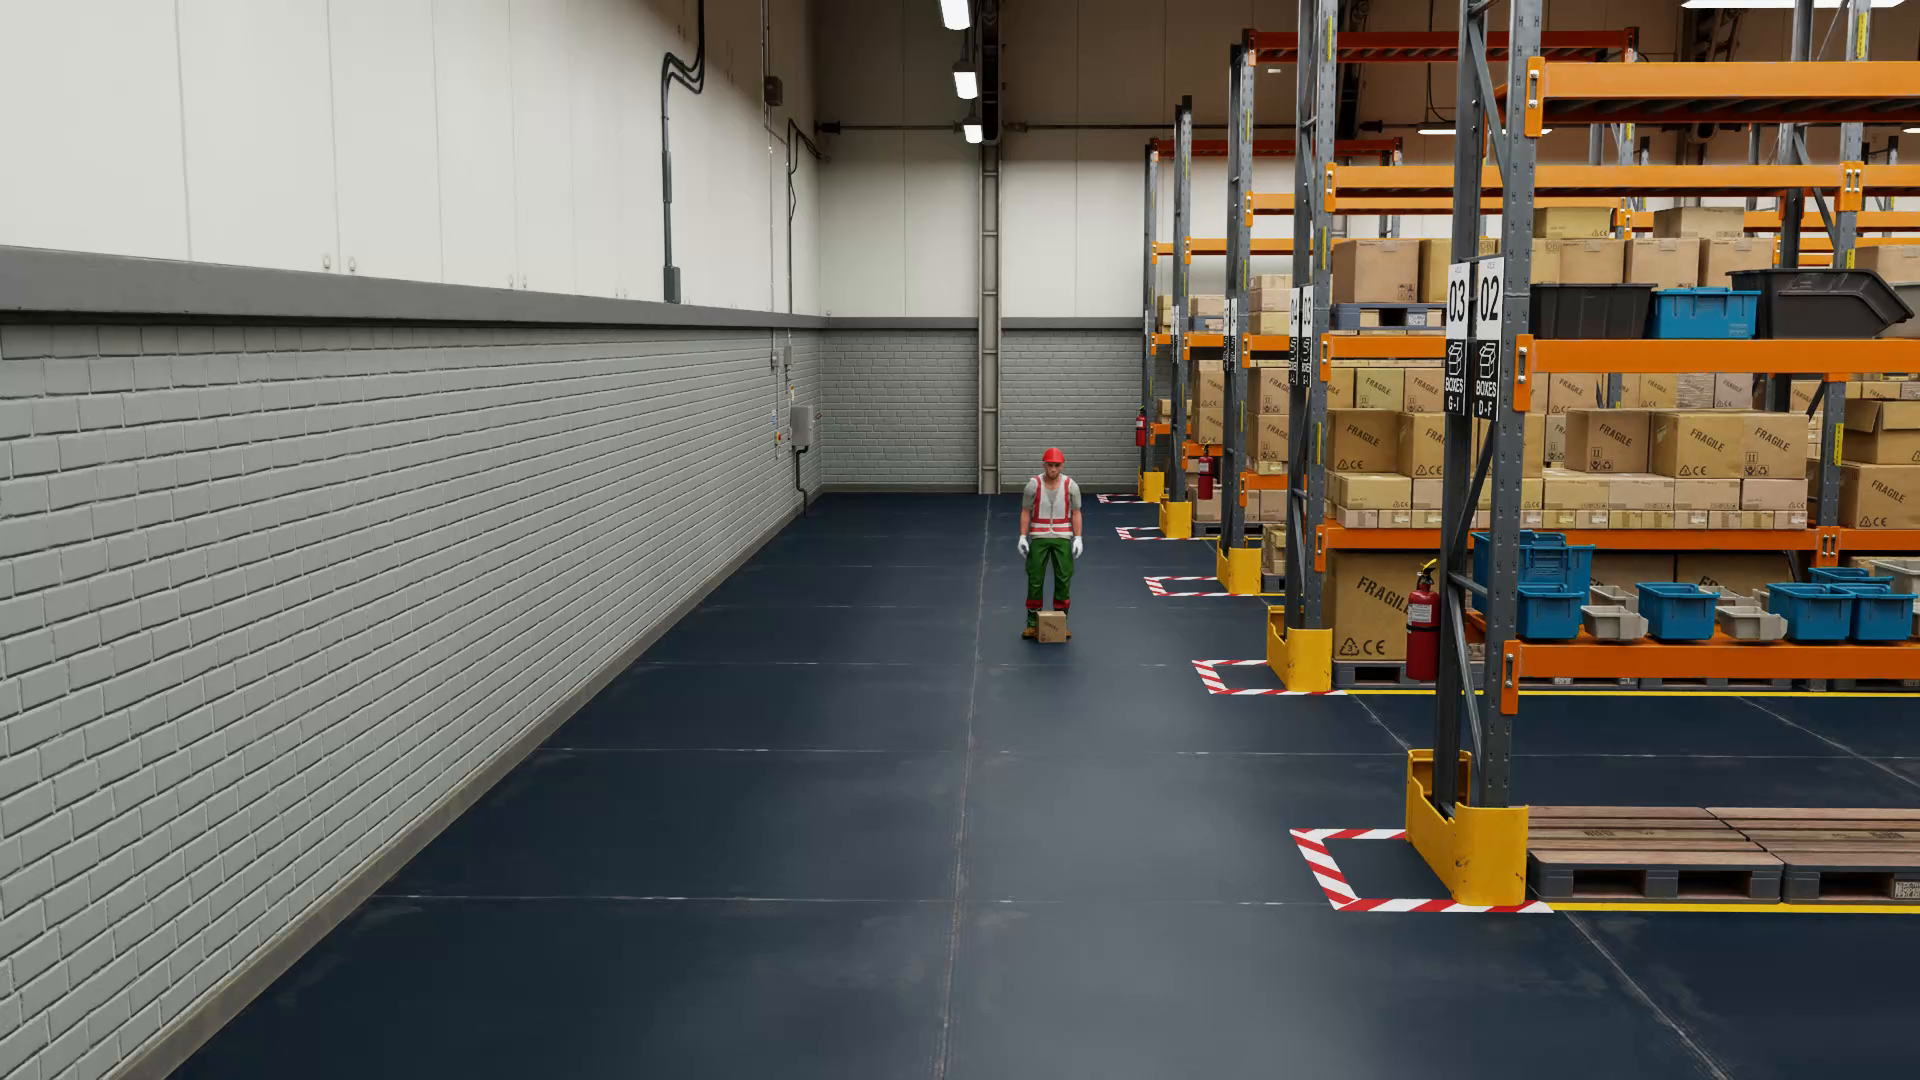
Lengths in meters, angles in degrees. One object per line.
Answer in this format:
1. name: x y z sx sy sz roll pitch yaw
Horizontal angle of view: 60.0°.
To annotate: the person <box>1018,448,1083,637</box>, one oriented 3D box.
1. person: 0.846 0.019 15.548 0.609 1.779 0.449 0 7 2
